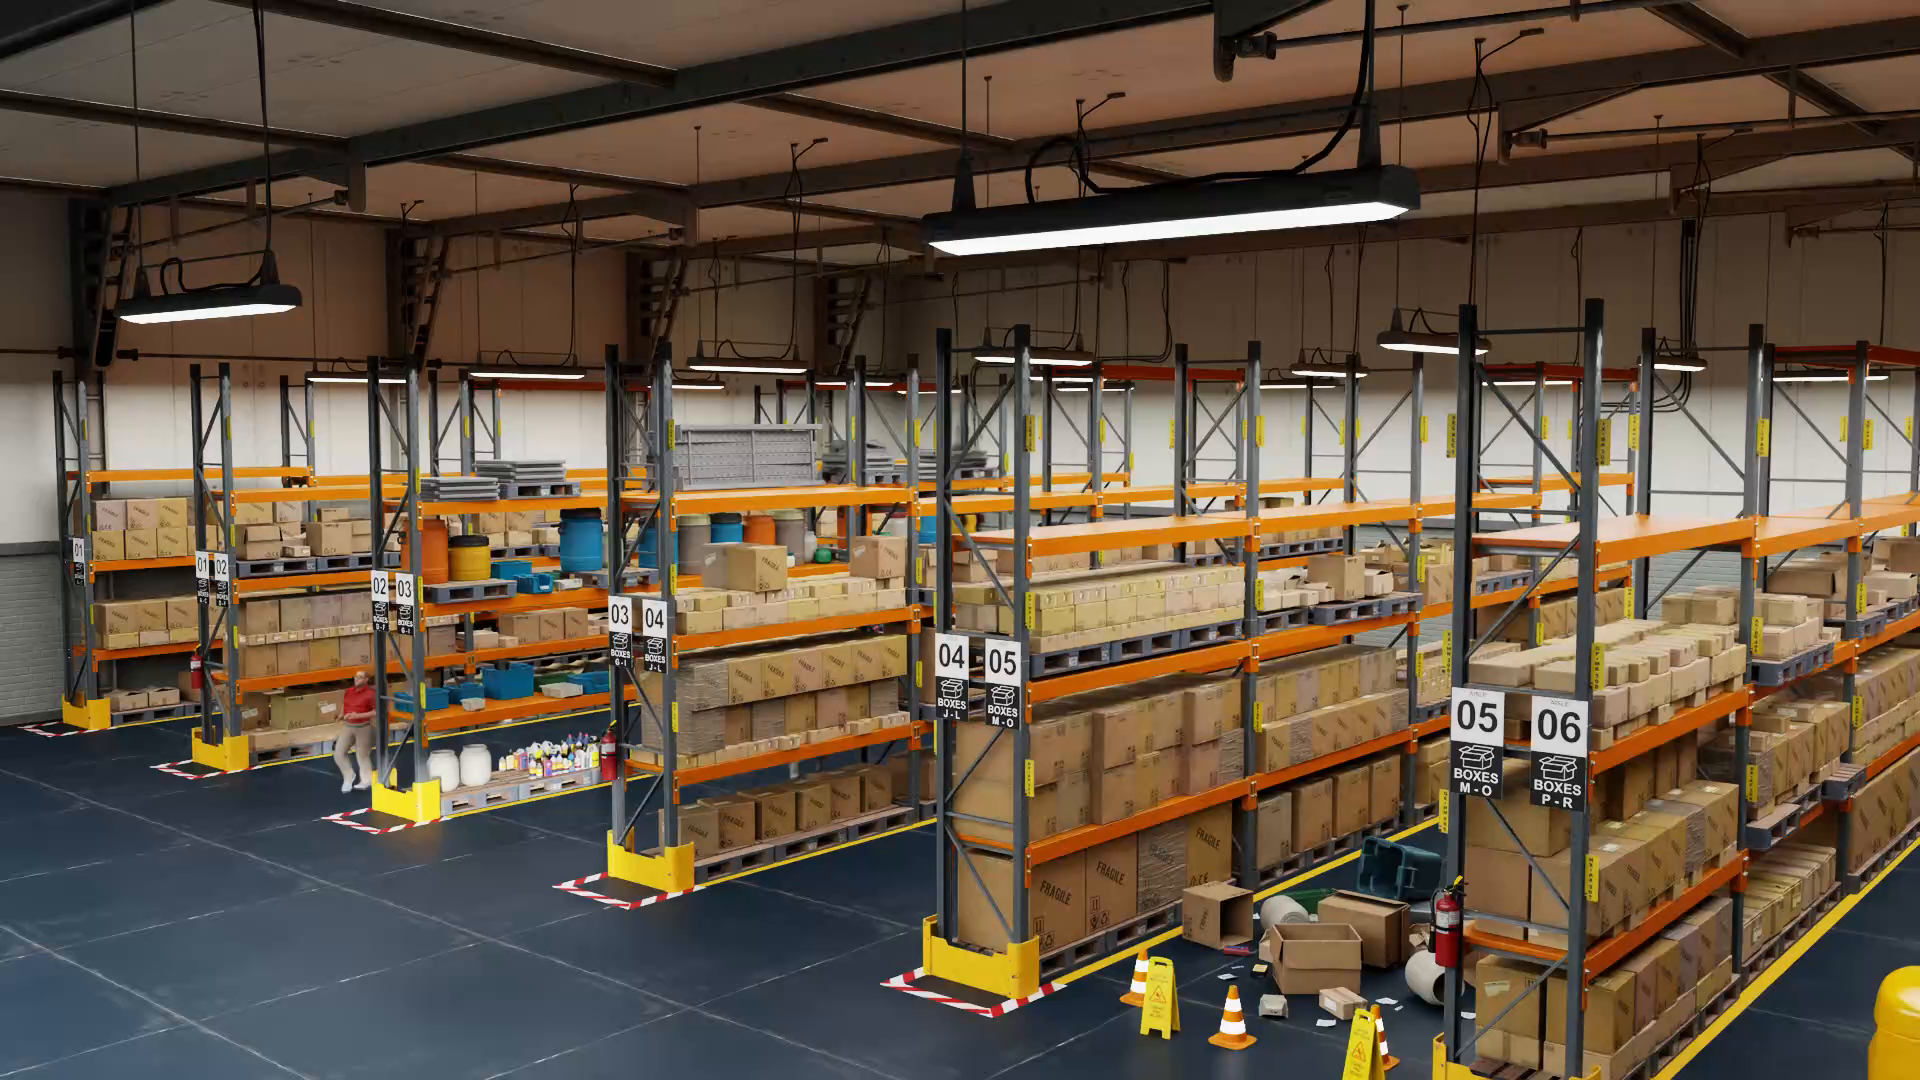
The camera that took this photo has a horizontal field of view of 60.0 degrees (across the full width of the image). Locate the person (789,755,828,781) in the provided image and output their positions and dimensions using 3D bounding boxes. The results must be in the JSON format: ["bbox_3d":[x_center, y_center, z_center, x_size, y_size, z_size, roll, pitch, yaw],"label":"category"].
[{"bbox_3d":[-2.213,2.599,23.578,0.700,1.762,0.881,2,5,29],"label":"person"}]

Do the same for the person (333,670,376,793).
[{"bbox_3d":[-8.333,2.668,23.057,0.679,1.742,0.615,0,4,7],"label":"person"}]
